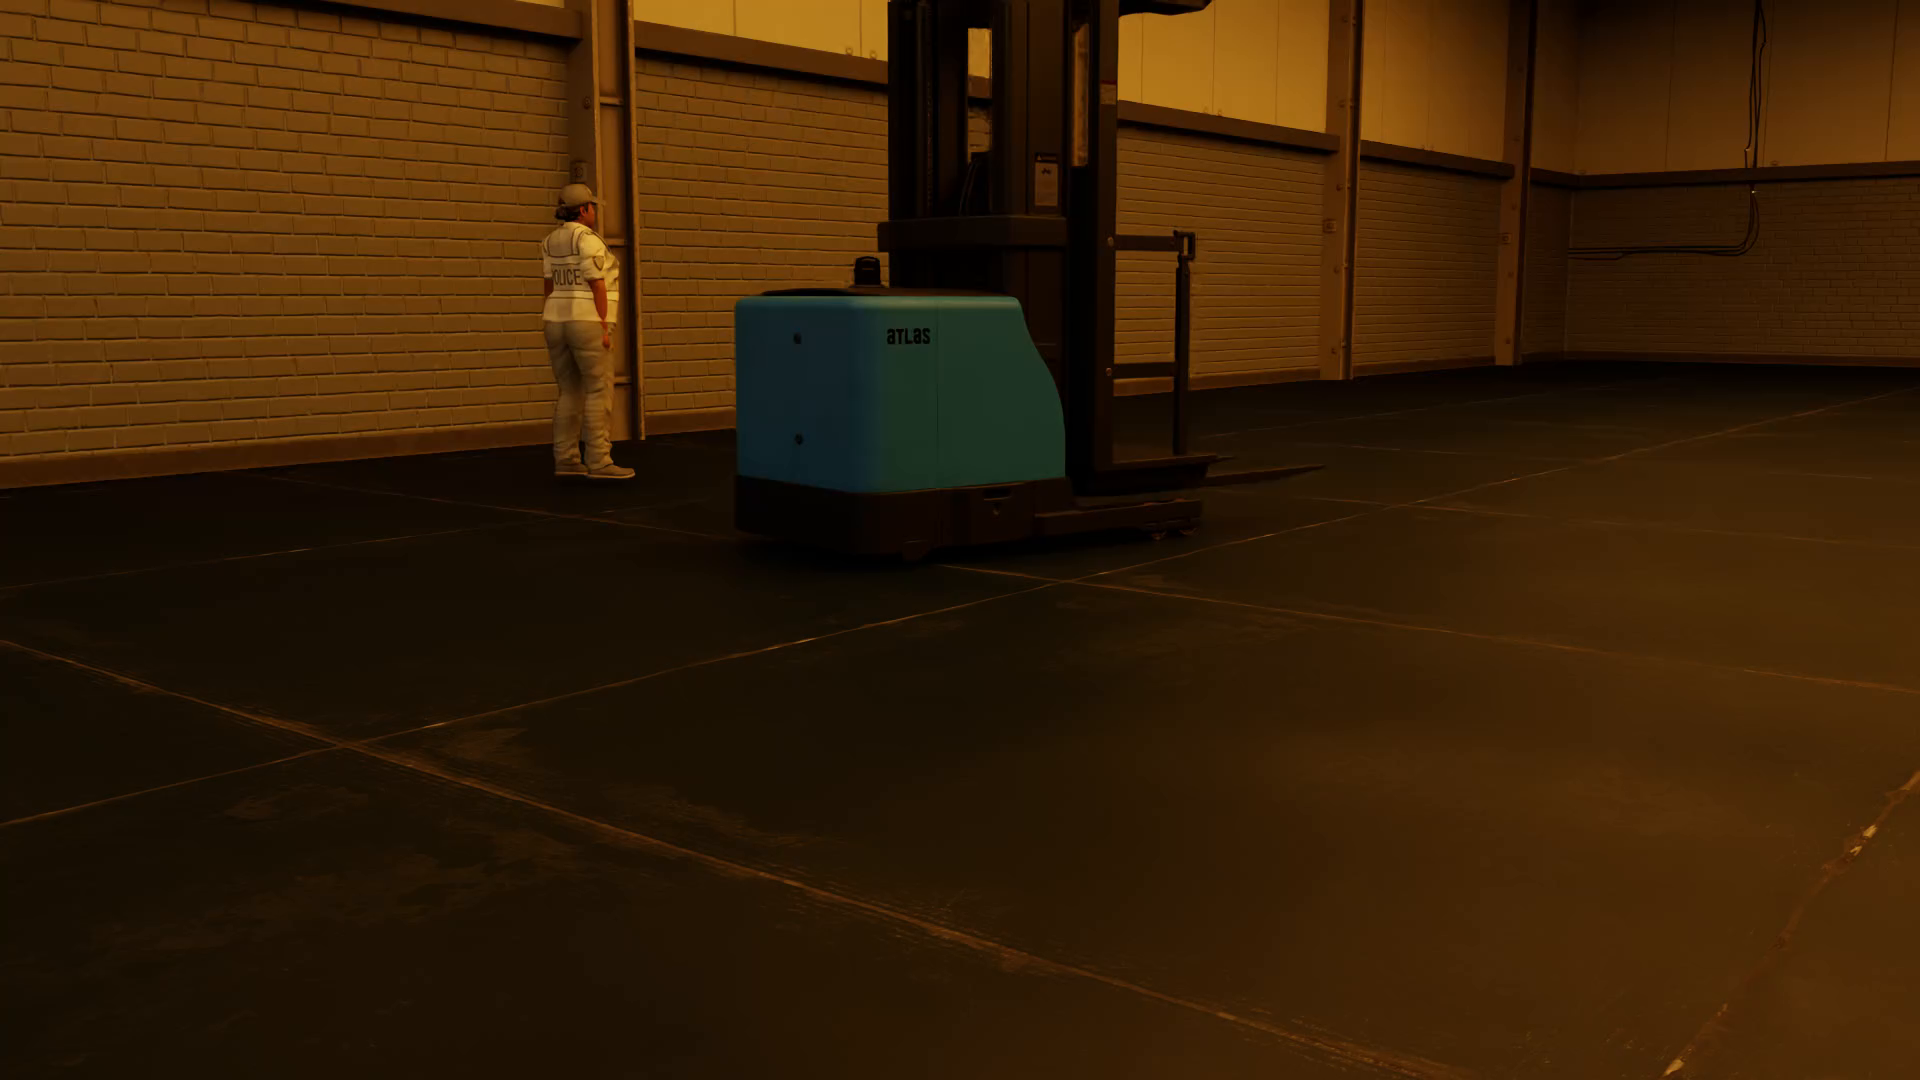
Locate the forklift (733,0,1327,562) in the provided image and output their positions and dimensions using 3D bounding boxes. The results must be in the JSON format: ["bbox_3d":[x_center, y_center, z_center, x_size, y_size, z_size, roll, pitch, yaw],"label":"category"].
[{"bbox_3d":[0.482,-1.510,7.601,3.031,2.935,1.130,-7,11,-38],"label":"forklift"}]

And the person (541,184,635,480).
[{"bbox_3d":[-2.145,-1.183,9.487,0.483,1.668,0.394,6,10,36],"label":"person"}]
